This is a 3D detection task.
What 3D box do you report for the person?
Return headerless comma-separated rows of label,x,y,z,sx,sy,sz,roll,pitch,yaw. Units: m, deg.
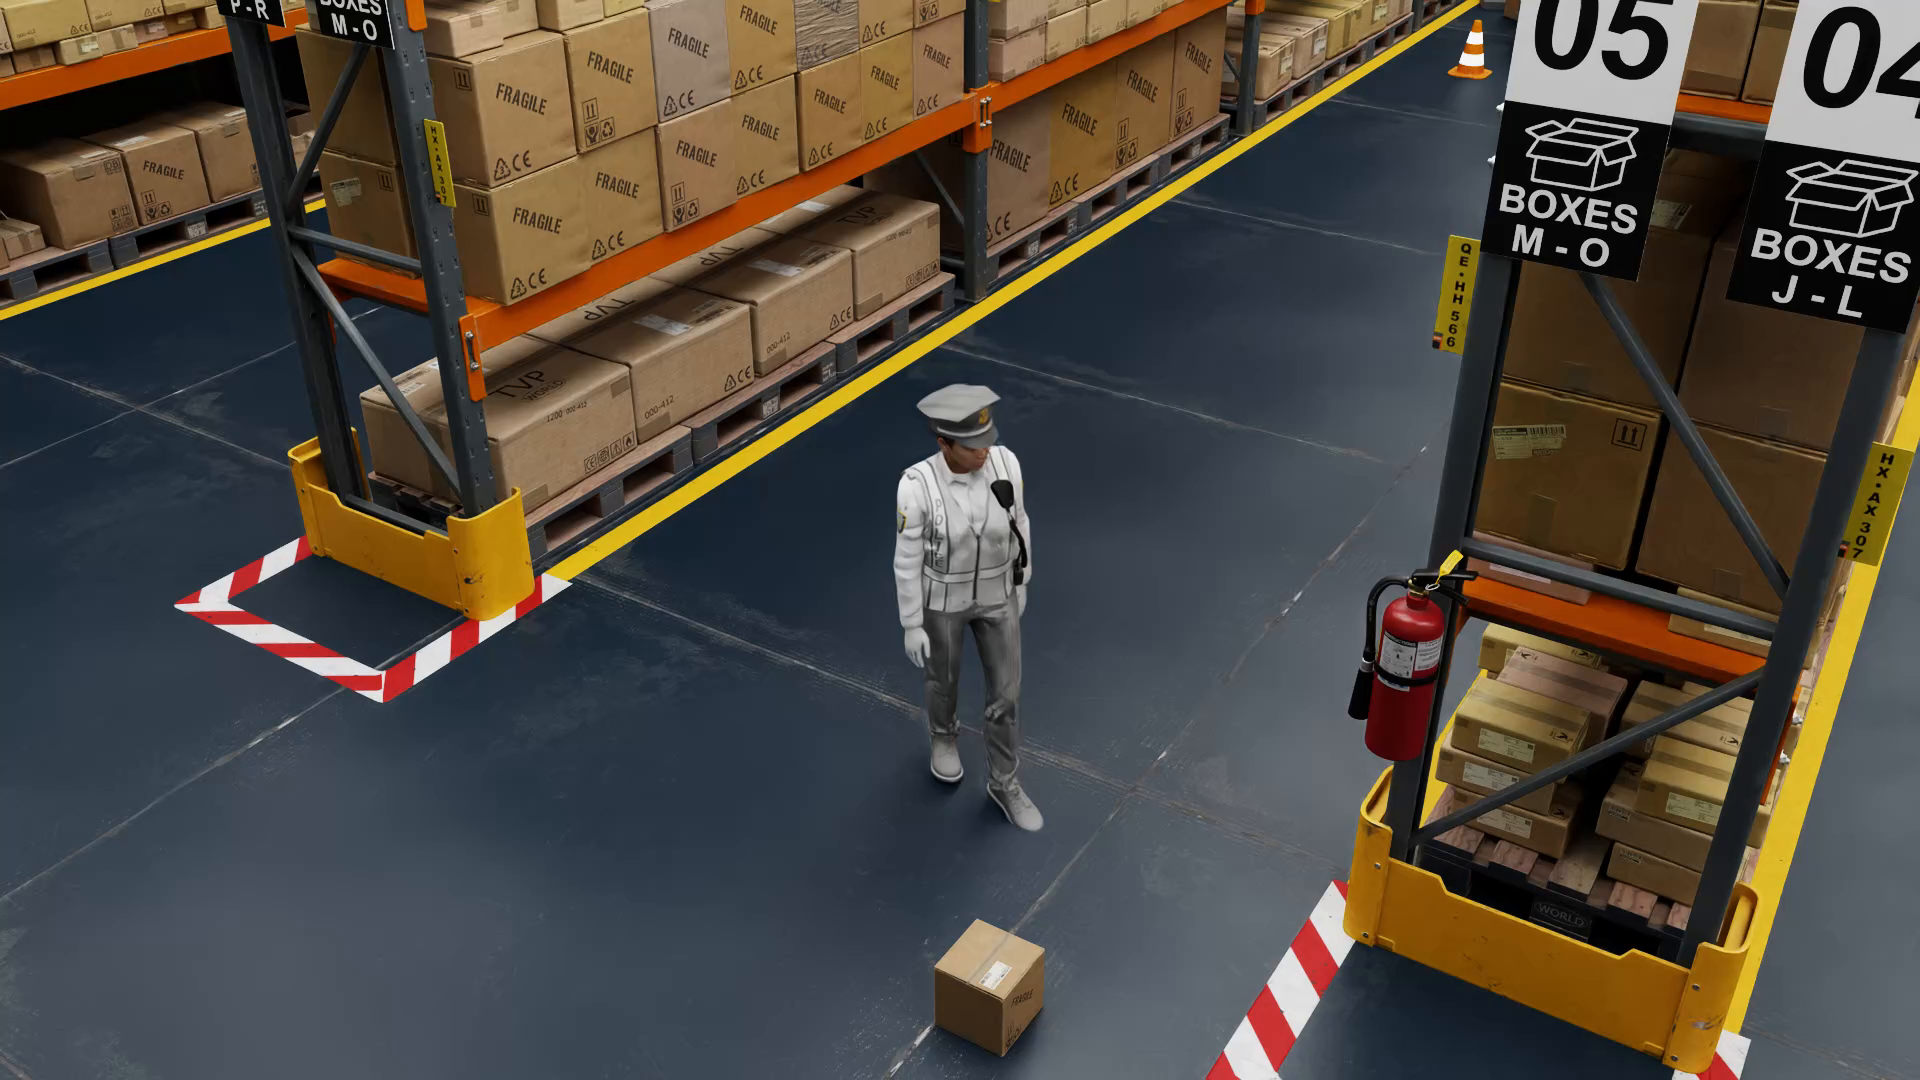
person,0.014,0.226,5.762,0.509,1.701,0.595,-8,31,-13
